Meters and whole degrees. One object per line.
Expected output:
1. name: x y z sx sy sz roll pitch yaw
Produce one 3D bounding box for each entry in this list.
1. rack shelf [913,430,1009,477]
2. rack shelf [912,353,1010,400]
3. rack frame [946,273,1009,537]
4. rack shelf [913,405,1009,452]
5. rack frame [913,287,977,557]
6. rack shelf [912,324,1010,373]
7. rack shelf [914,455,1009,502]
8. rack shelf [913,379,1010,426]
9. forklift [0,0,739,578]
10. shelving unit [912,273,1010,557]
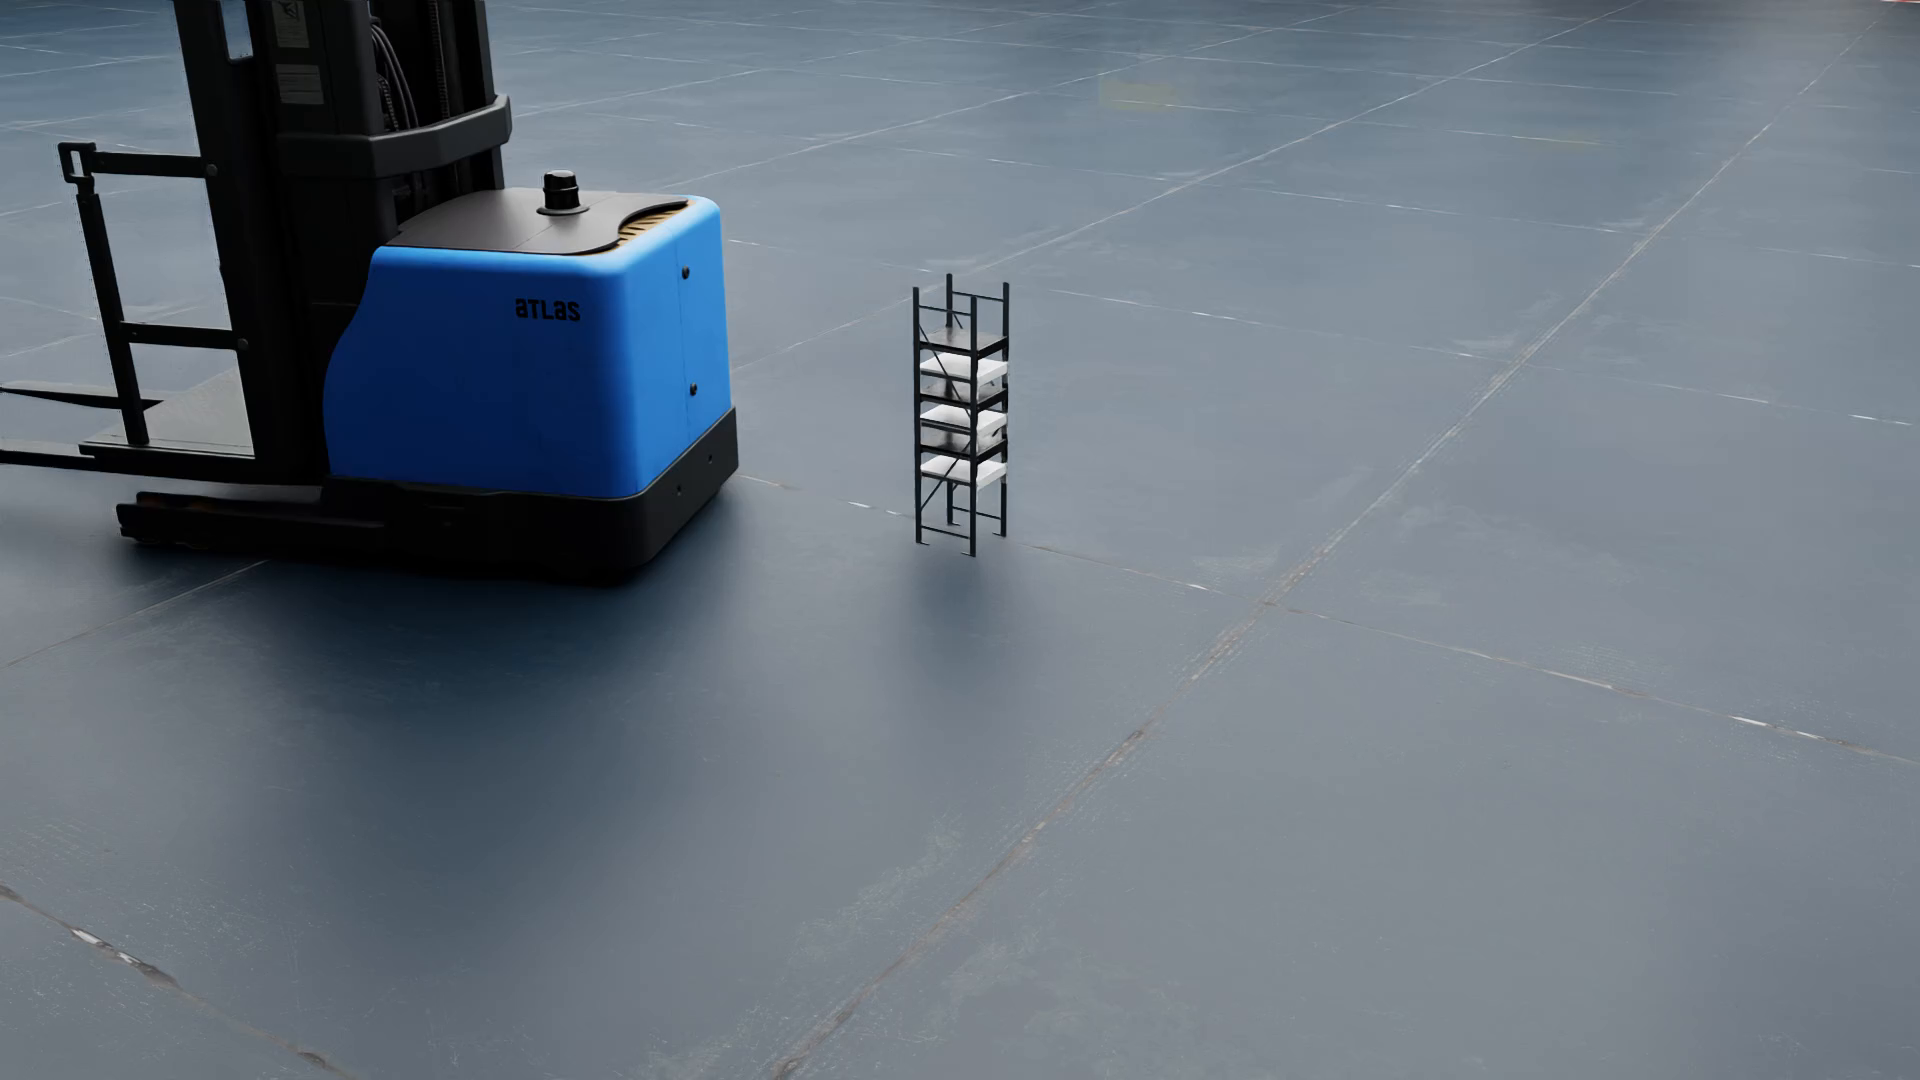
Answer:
1. rack shelf: 0.004 -0.303 5.627 0.258 0.077 0.200 14 27 29
2. rack shelf: 0.004 -0.550 5.519 0.258 0.077 0.200 14 27 29
3. rack frame: 0.058 -0.450 5.657 0.240 0.900 0.006 14 27 29
4. rack shelf: 0.004 -0.385 5.591 0.258 0.077 0.200 14 27 29
5. rack frame: -0.049 -0.381 5.498 0.240 0.900 0.006 14 27 29
6. rack shelf: 0.004 -0.633 5.484 0.258 0.077 0.200 14 27 29
7. rack shelf: 0.004 -0.220 5.662 0.258 0.077 0.200 14 27 29
8. rack shelf: 0.004 -0.468 5.555 0.258 0.077 0.200 14 27 29
9. forklift: -2.396 -1.508 5.545 3.031 2.935 1.130 5 24 11
10. shelving unit: 0.004 -0.416 5.578 0.258 0.900 0.210 14 27 29
